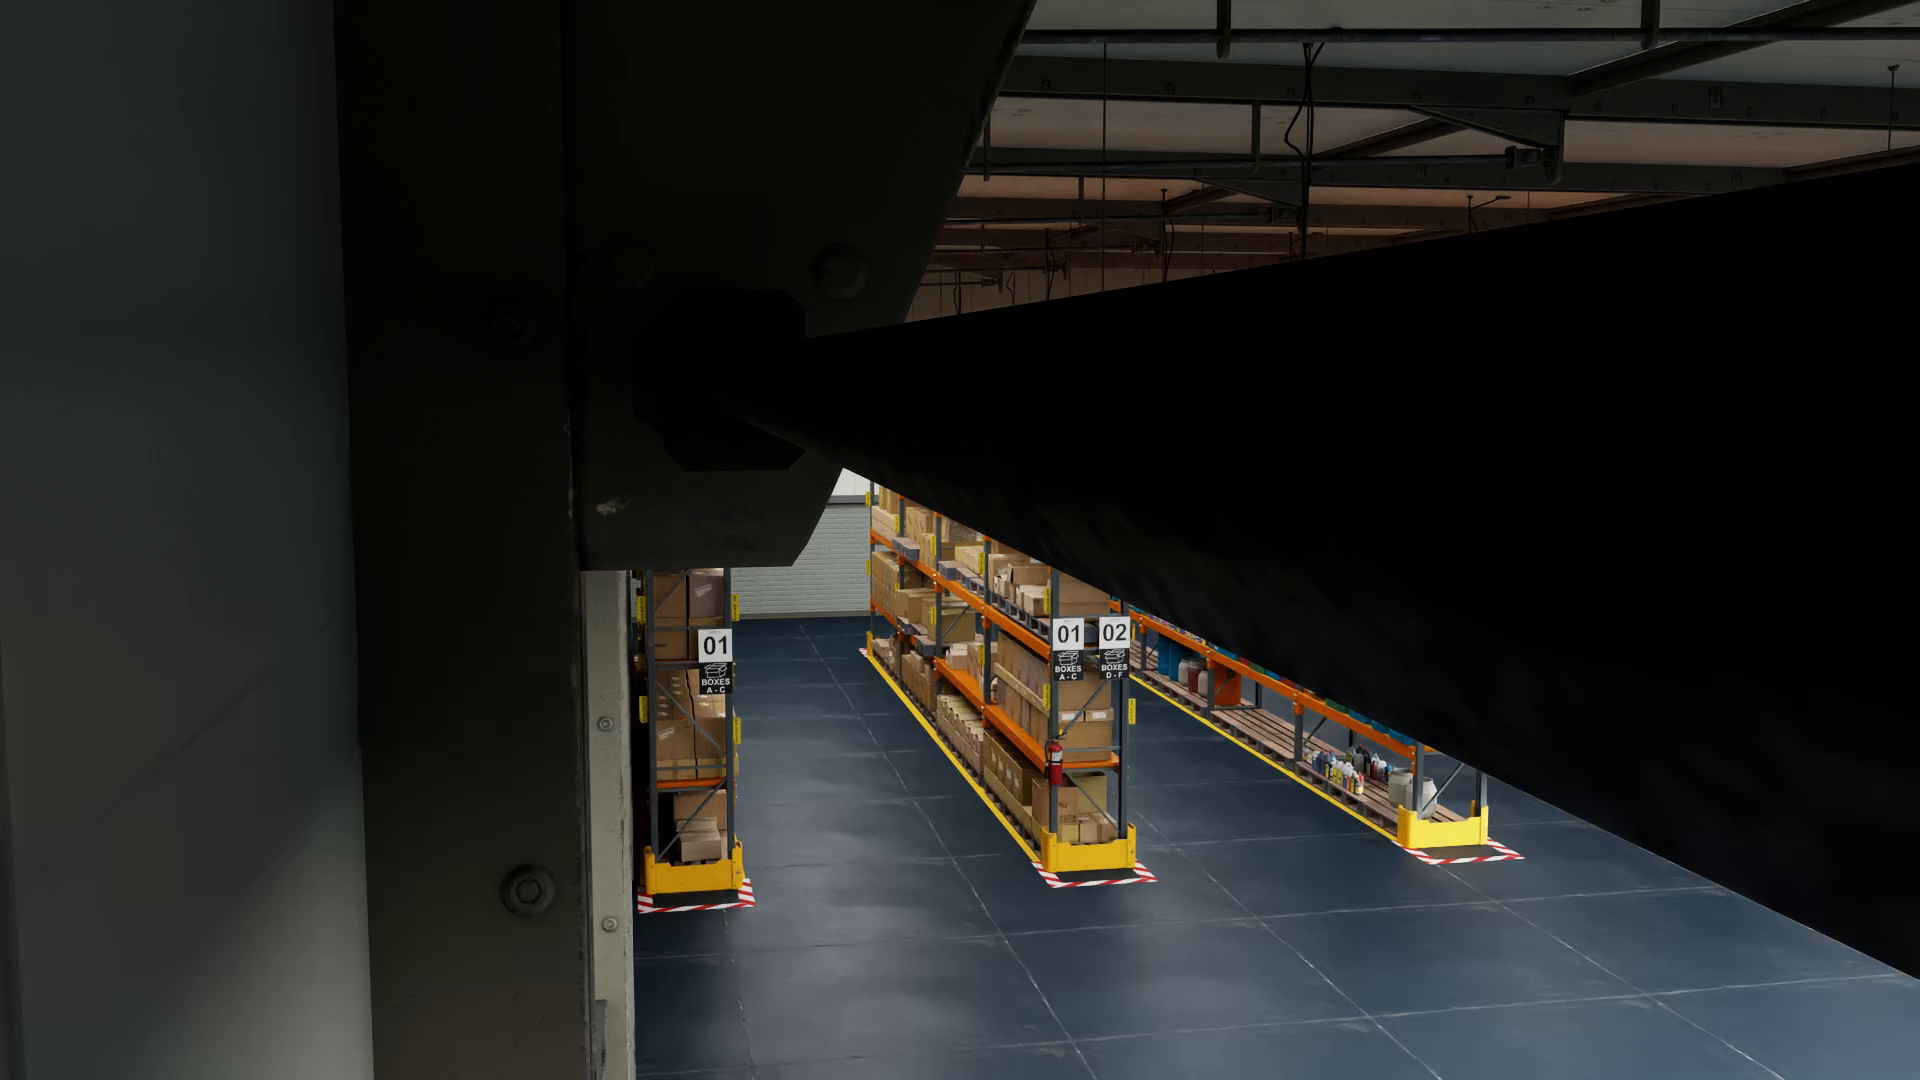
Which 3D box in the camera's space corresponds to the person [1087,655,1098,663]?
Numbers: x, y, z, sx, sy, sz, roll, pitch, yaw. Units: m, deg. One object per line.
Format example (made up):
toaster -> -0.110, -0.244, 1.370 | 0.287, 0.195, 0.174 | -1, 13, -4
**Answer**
person -> 2.166, 2.518, 28.753 | 0.490, 1.721, 0.537 | -1, 6, -10
